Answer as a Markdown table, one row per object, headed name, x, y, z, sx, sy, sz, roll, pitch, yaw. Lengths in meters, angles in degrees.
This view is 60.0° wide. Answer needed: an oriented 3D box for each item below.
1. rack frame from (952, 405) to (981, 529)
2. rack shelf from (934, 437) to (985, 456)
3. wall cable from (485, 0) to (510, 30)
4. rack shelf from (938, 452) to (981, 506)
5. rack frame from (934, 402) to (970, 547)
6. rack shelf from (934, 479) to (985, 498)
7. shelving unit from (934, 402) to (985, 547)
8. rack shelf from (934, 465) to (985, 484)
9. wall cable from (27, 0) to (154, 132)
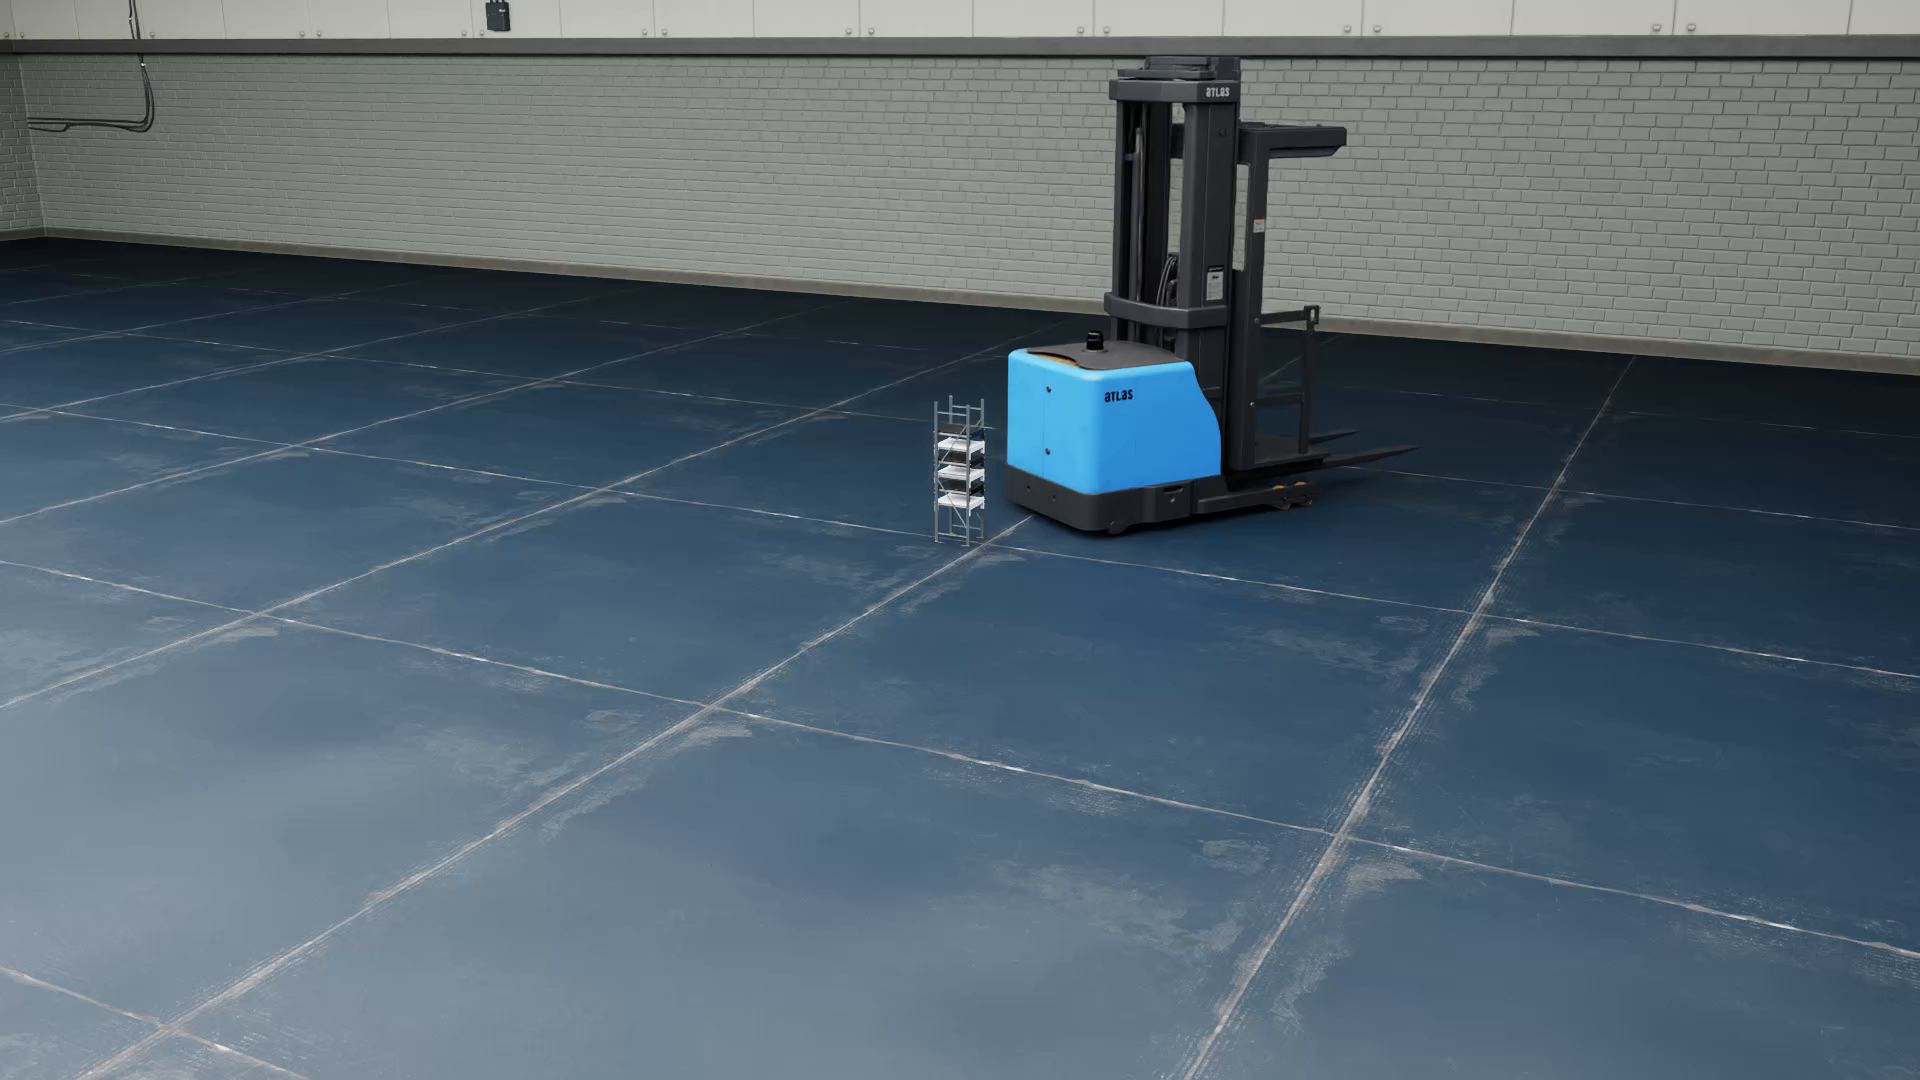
| name | x | y | z | sx | sy | sz | roll | pitch | yaw |
| --- | --- | --- | --- | --- | --- | --- | --- | --- | --- |
| rack frame | 0.041 | -0.455 | 10.477 | 0.228 | 0.785 | 0.003 | 8 | 18 | 25 |
| rack shelf | -0.004 | -0.570 | 10.348 | 0.258 | 0.077 | 0.200 | 8 | 18 | 25 |
| wall cable | -5.249 | -9.530 | 20.833 | 2.305 | 6.003 | 0.169 | 8 | 18 | 25 |
| rack shelf | -0.004 | -0.381 | 10.404 | 0.221 | 0.281 | 0.190 | 8 | 18 | 25 |
| rack frame | -0.049 | -0.403 | 10.302 | 0.240 | 0.900 | 0.006 | 8 | 18 | 25 |
| rack shelf | -0.004 | -0.311 | 10.424 | 0.258 | 0.077 | 0.200 | 8 | 18 | 25 |
| shelving unit | -0.004 | -0.429 | 10.389 | 0.258 | 0.900 | 0.208 | 8 | 18 | 25 |
| rack shelf | -0.004 | -0.397 | 10.399 | 0.258 | 0.077 | 0.200 | 8 | 18 | 25 |
| wall cable | -13.735 | -7.623 | 25.839 | 3.097 | 2.526 | 0.112 | 8 | 18 | 25 |
